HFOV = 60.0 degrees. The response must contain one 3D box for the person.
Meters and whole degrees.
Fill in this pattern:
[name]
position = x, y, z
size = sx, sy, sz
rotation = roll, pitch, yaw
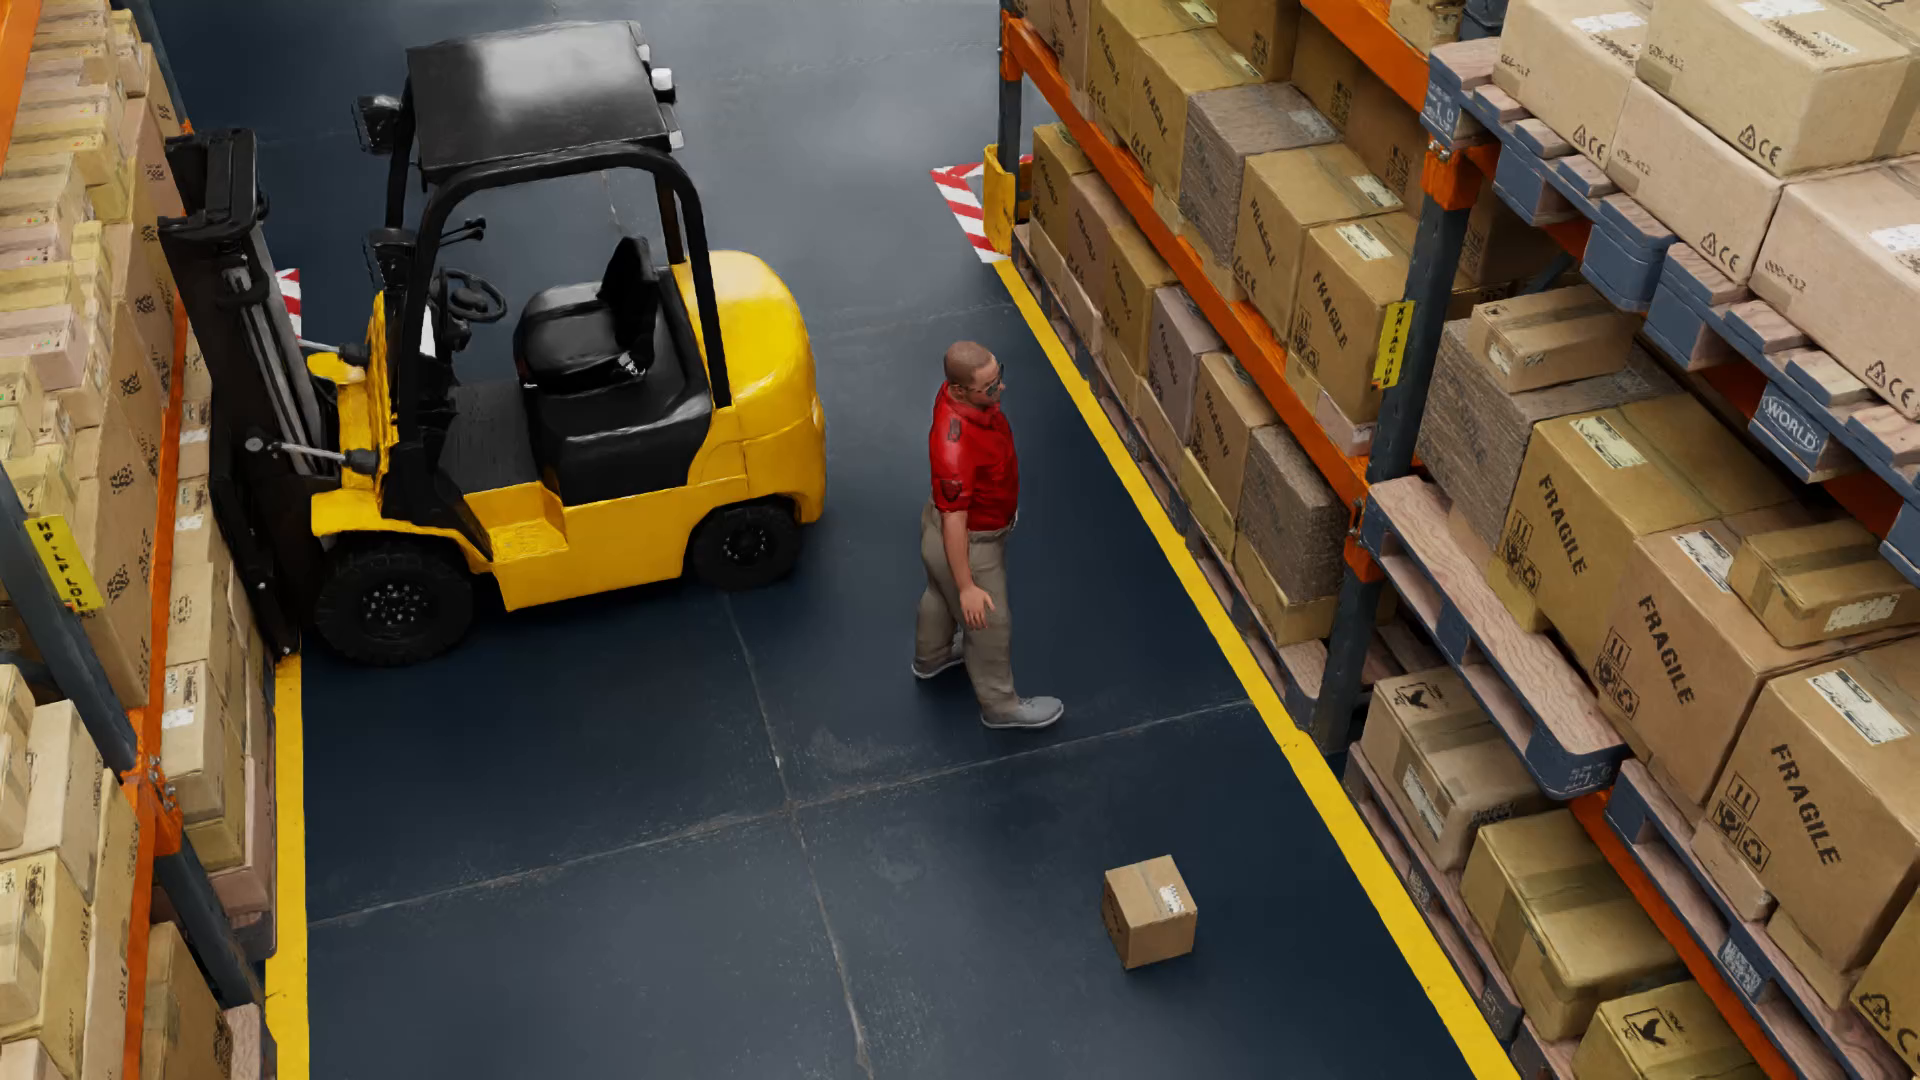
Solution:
[person]
position = 0.107, -0.002, 6.143
size = 0.607, 1.725, 0.733
rotation = 0, 42, 0
